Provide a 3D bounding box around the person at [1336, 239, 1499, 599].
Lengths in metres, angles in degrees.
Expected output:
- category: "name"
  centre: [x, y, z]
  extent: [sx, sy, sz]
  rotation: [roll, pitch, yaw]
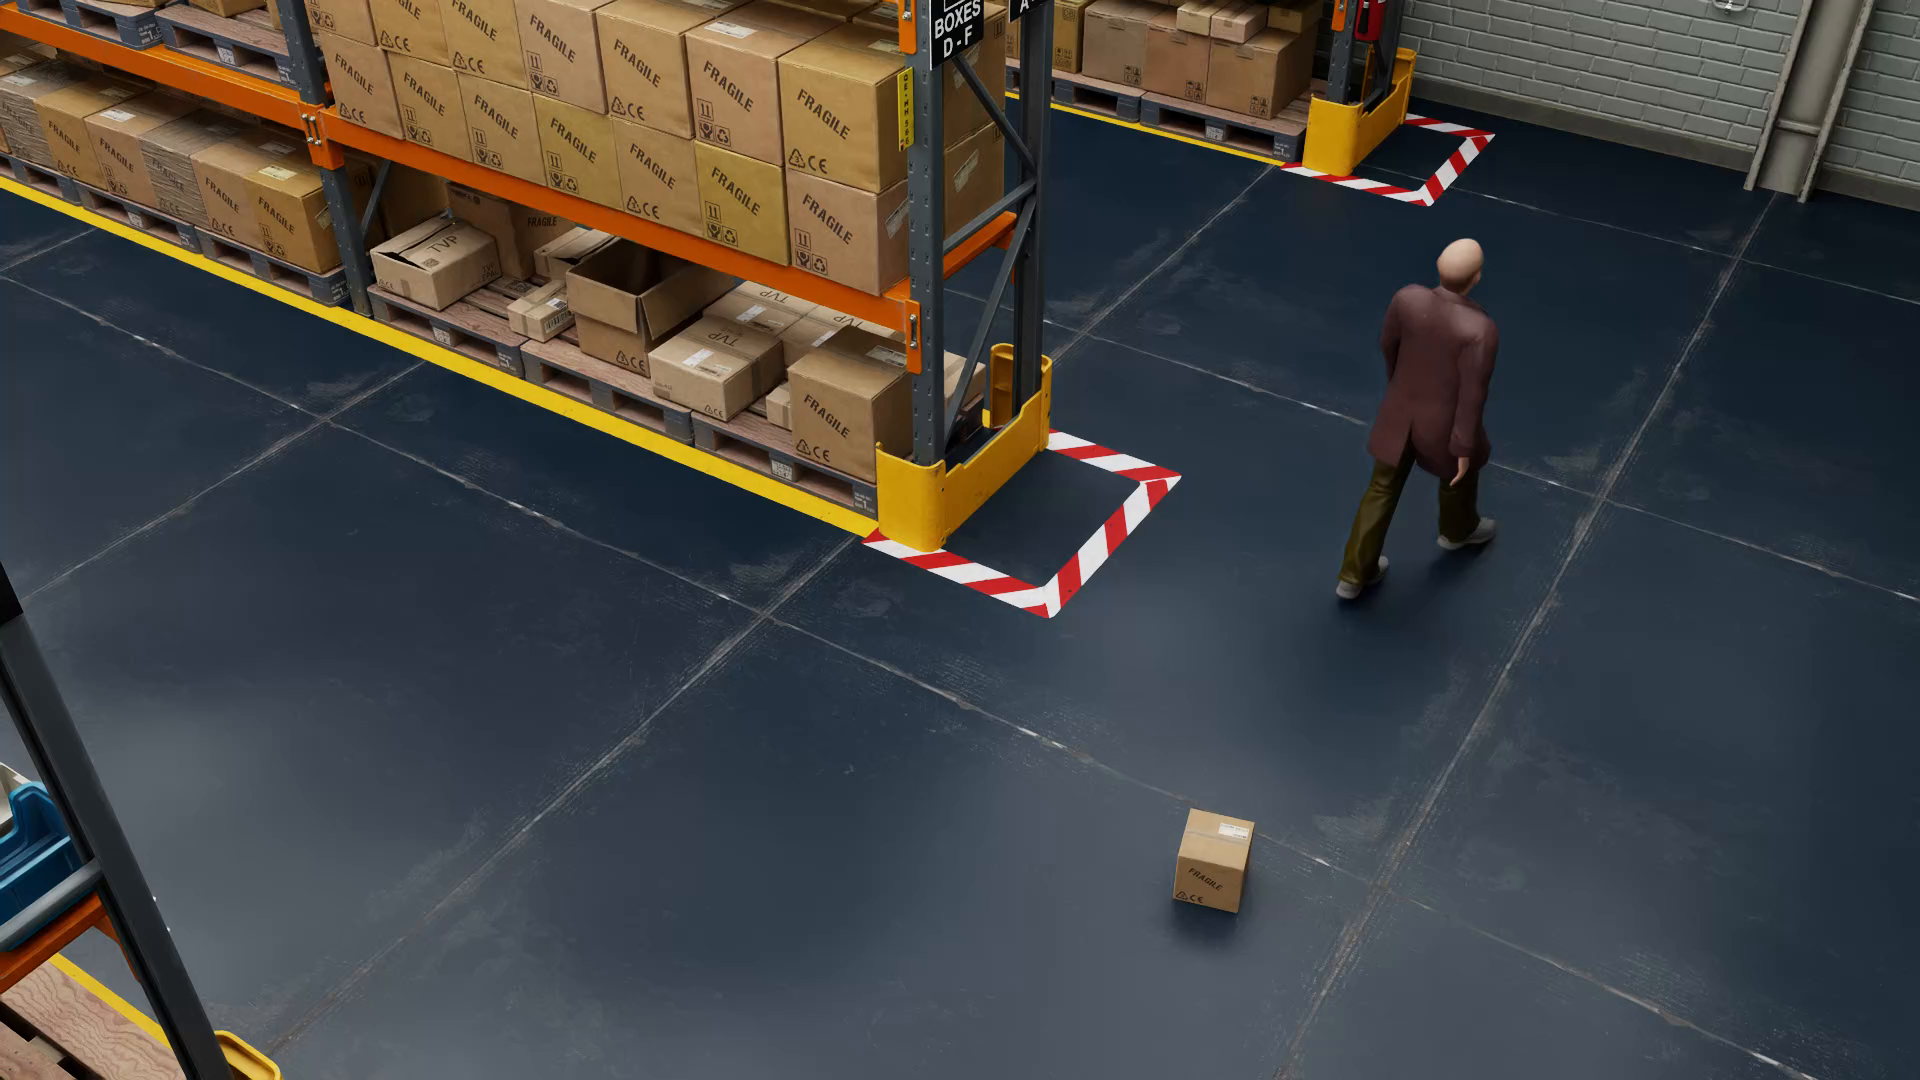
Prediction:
- category: "person"
  centre: [2.140, -0.599, 7.431]
  extent: [0.619, 1.739, 1.009]
  rotation: [30, 47, 33]
